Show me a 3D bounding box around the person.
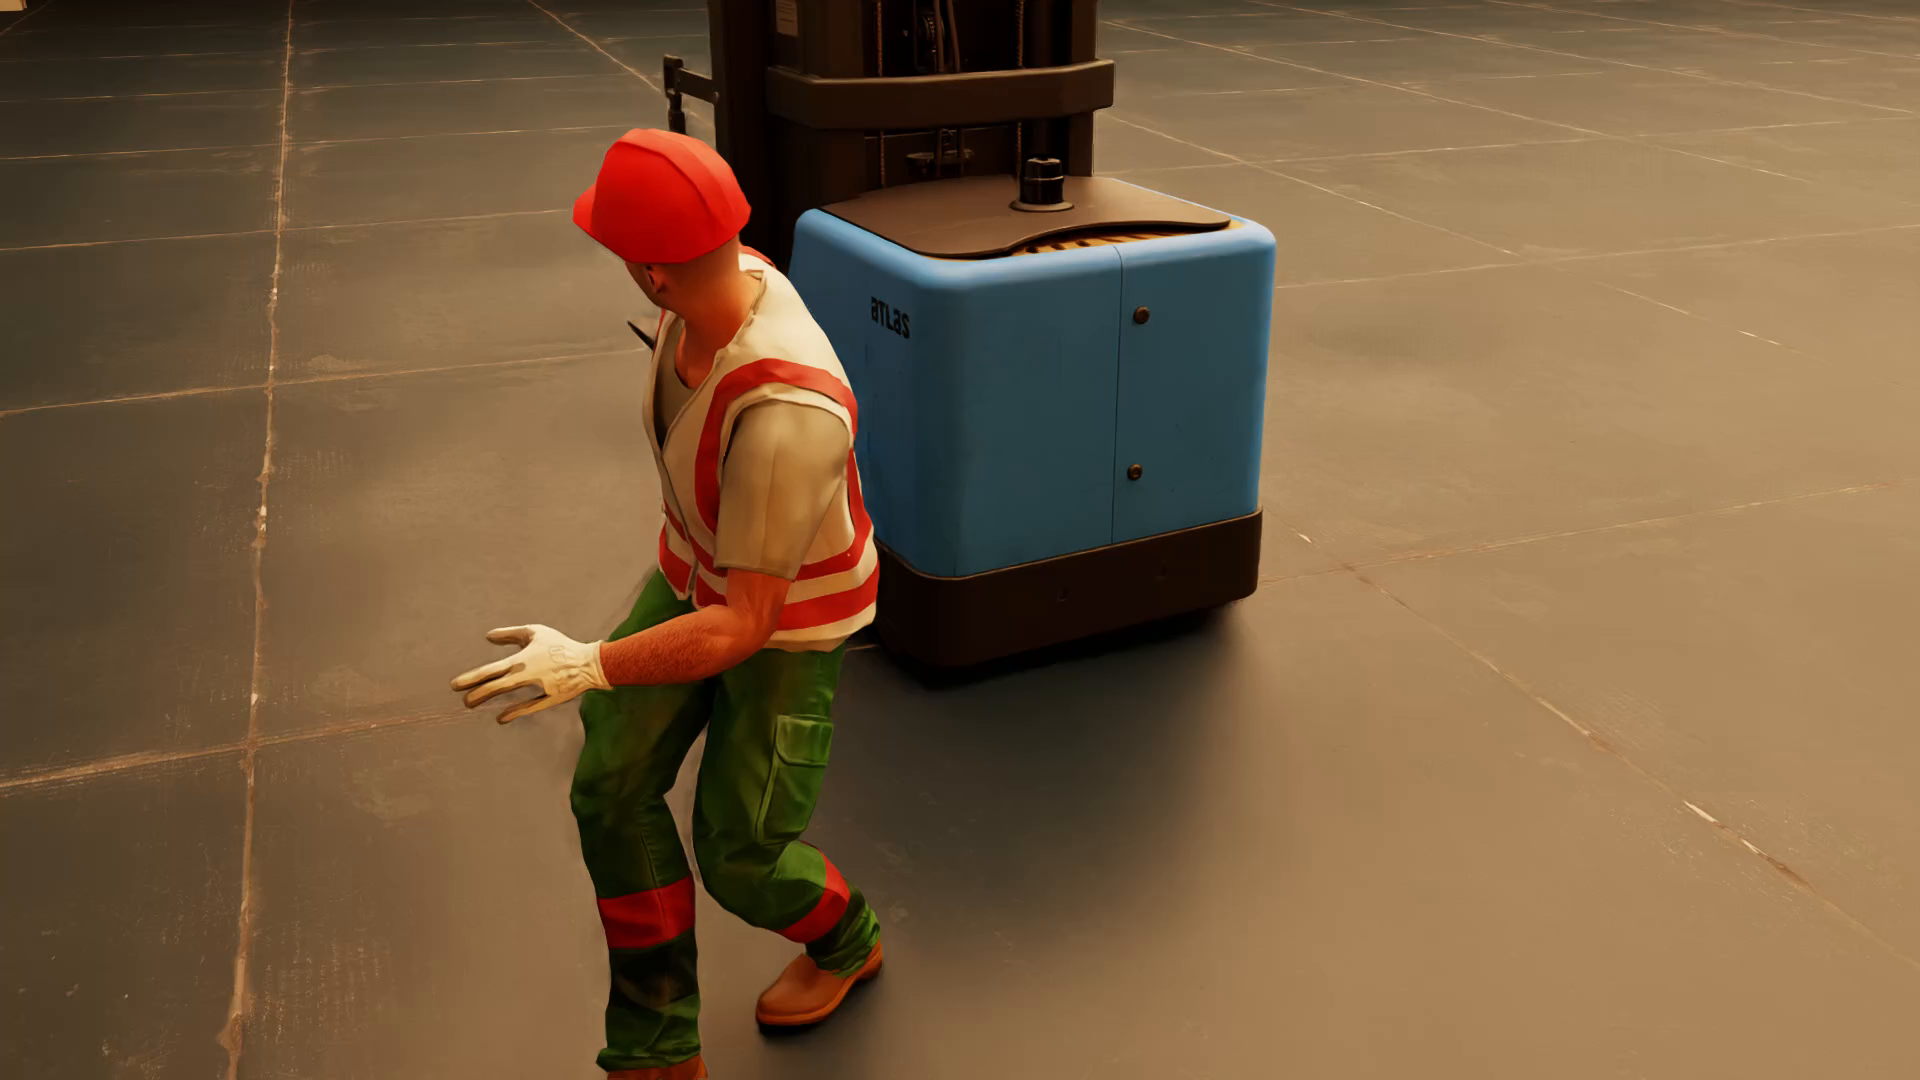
[{"bbox_3d":[-0.493,0.132,2.702,0.814,1.610,0.785,-20,30,-40],"label":"person"}]

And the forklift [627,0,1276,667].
[{"bbox_3d":[-0.315,-1.568,5.026,1.130,2.935,3.031,-12,25,-26],"label":"forklift"}]
